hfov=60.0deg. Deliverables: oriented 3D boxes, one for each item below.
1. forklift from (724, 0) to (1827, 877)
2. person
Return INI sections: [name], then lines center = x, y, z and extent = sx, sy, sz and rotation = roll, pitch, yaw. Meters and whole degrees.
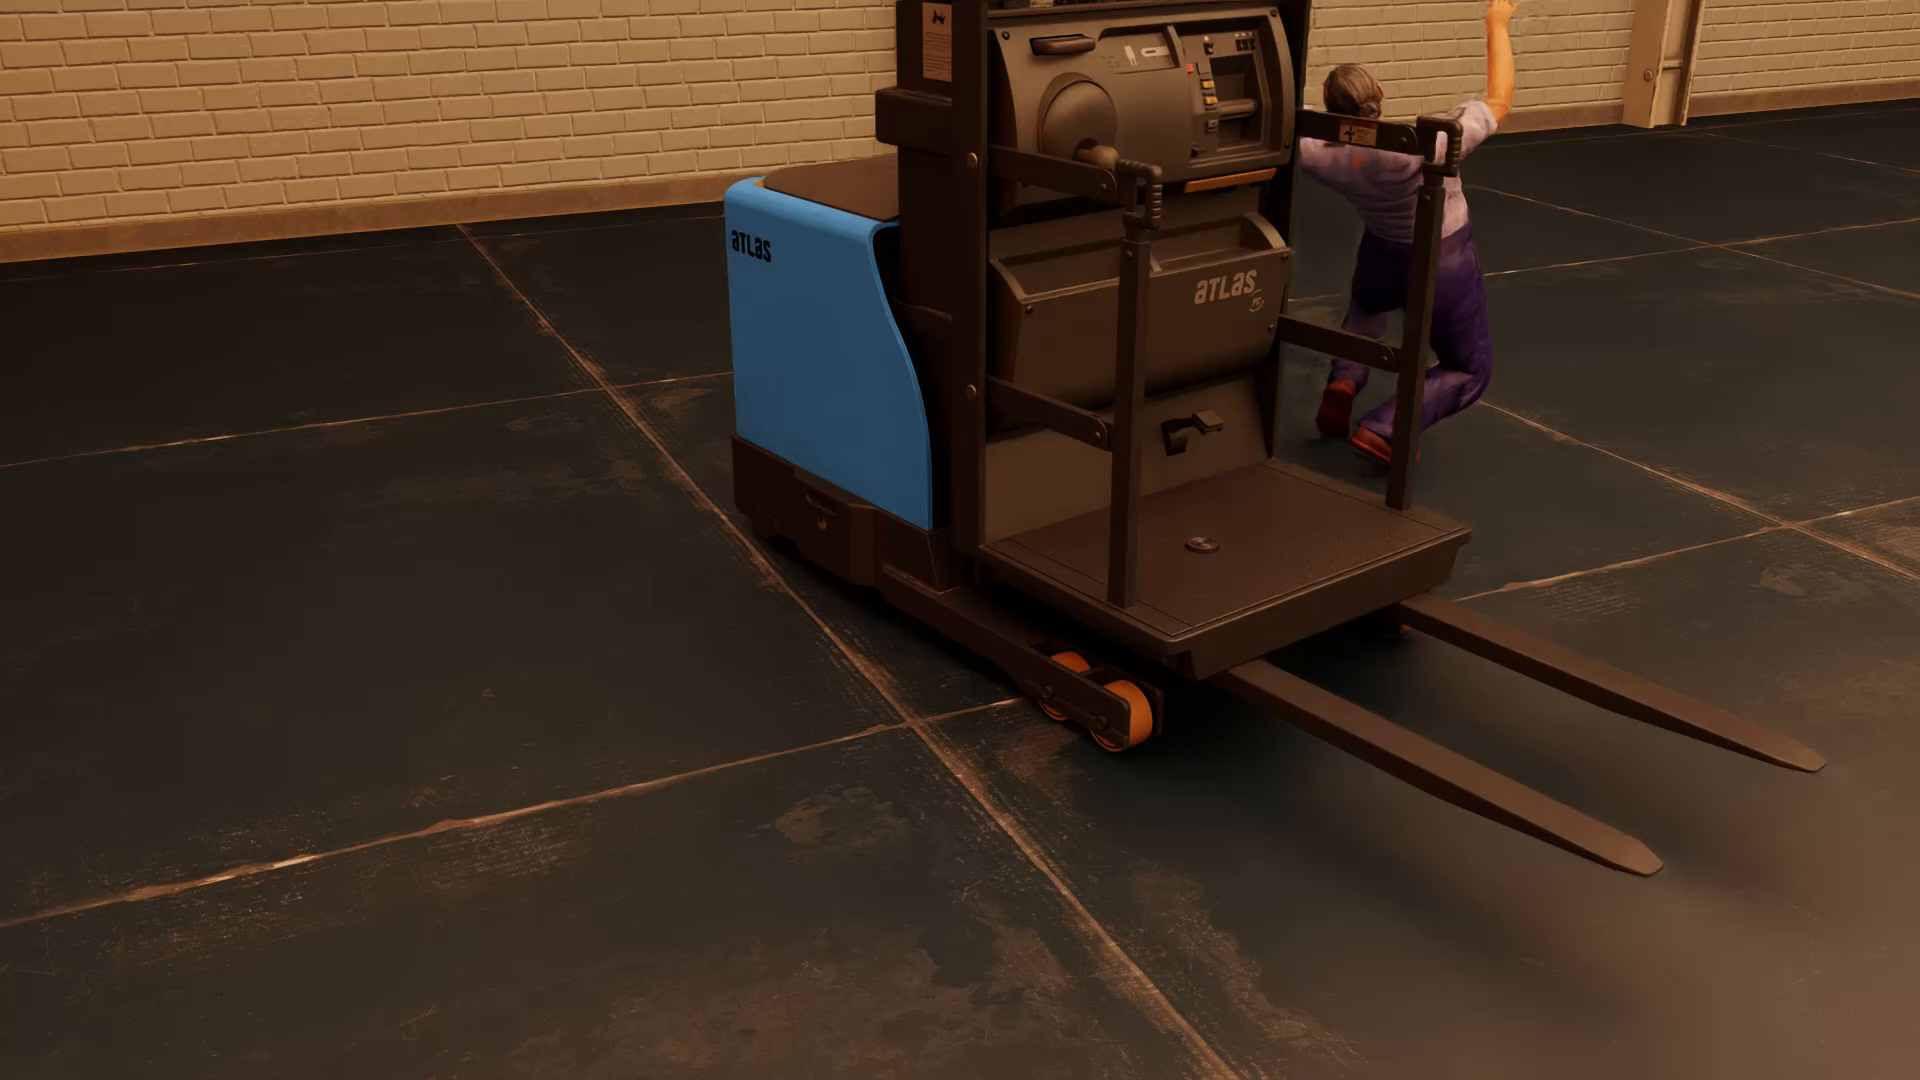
[forklift]
center = 0.597, -1.070, 3.863
extent = 1.130, 2.935, 3.031
rotation = -17, 28, -34
[person]
center = 1.366, -1.043, 5.605
extent = 0.751, 1.580, 0.956
rotation = -20, 29, -39
